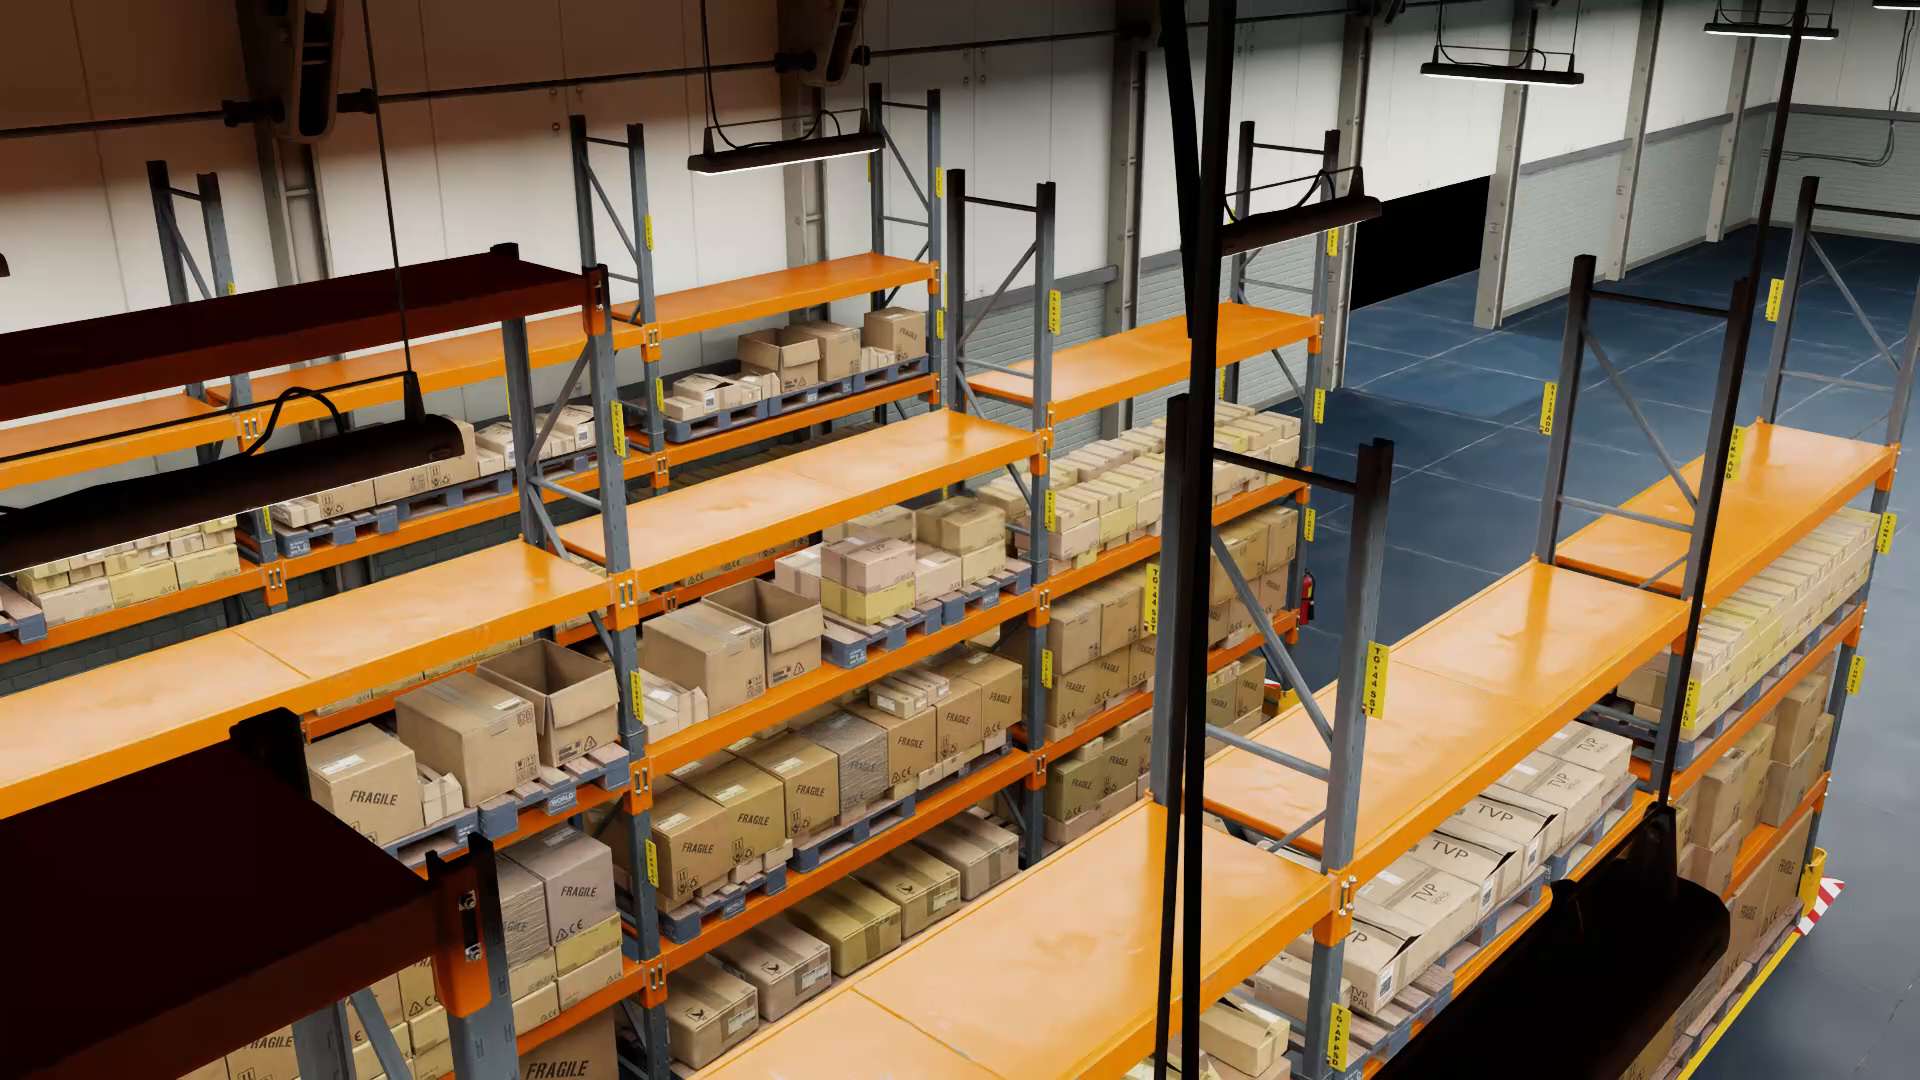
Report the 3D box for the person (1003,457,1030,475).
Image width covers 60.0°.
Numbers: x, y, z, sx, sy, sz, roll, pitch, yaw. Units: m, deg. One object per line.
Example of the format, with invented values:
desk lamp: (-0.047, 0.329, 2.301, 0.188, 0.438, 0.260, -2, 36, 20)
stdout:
person: (0.717, -0.575, 21.246, 1.053, 1.619, 0.493, 16, 26, 35)
